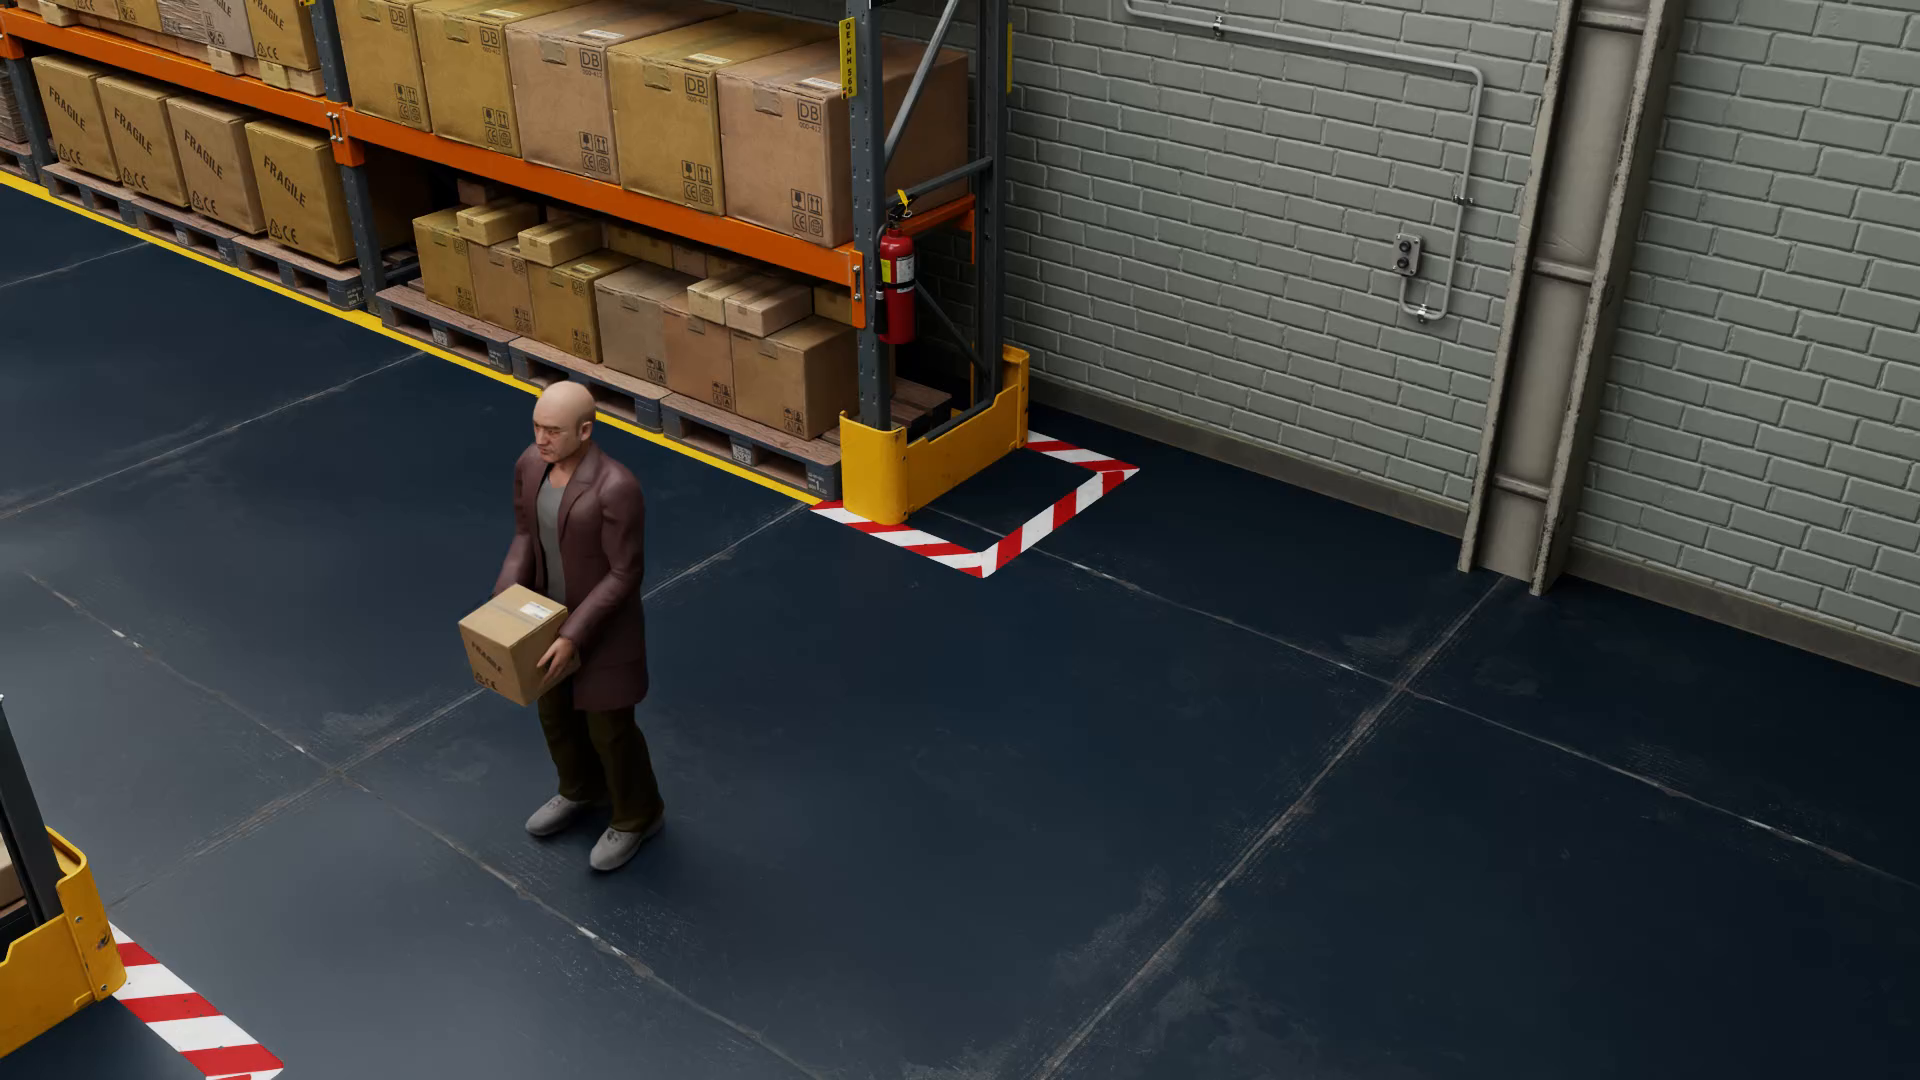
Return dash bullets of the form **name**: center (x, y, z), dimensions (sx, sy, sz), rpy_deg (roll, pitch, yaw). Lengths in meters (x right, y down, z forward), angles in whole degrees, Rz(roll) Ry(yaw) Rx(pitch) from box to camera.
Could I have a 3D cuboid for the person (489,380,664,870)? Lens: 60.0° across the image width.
- **person**: center (-1.318, 0.400, 5.655), dimensions (0.566, 1.583, 0.499), rpy_deg (21, 36, 31)
